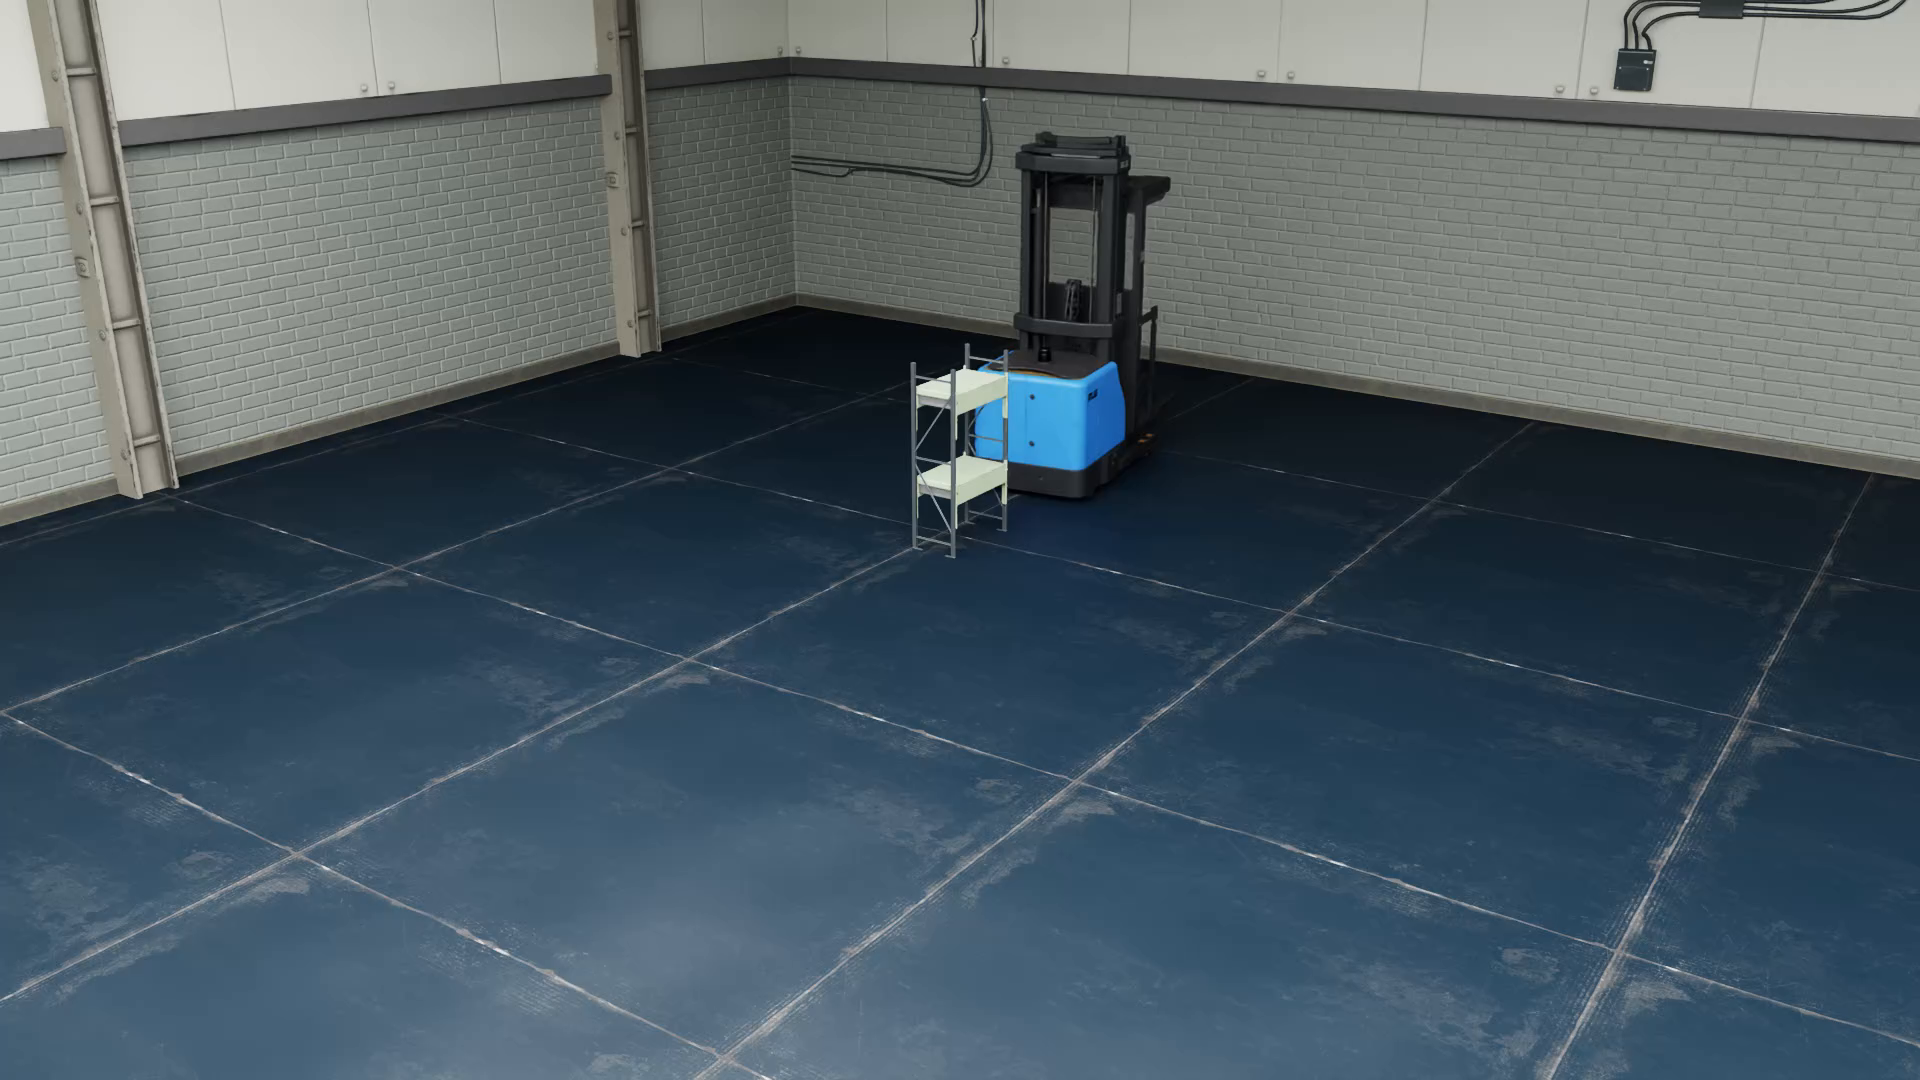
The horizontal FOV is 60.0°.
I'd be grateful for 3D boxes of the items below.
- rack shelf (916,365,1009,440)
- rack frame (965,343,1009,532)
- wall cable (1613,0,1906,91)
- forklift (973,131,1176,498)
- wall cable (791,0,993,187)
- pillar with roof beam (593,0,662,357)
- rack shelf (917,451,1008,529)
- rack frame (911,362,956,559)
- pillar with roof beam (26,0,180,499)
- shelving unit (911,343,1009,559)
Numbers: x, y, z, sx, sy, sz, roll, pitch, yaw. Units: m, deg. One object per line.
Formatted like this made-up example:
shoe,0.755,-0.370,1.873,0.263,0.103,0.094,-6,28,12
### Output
rack shelf,0.004,-1.071,12.875,0.431,0.370,0.720,13,24,32
rack frame,0.209,-0.810,13.294,0.400,1.500,0.023,13,24,32
wall cable,6.920,-6.703,13.514,2.305,6.003,0.169,13,24,32
forklift,1.200,-2.200,14.987,1.130,2.935,3.031,9,22,24
wall cable,-0.922,-5.508,19.660,3.097,2.526,0.112,13,24,32
pillar with roof beam,-0.111,-5.537,15.264,9.100,9.000,0.400,13,24,32
rack shelf,0.004,-0.400,13.123,0.431,0.370,0.720,13,24,32
rack frame,-0.202,-0.600,12.726,0.400,1.500,0.023,13,24,32
pillar with roof beam,-3.484,-3.816,10.610,9.100,9.000,0.400,13,24,32
shelving unit,0.004,-0.705,13.010,0.431,1.500,0.755,13,24,32
